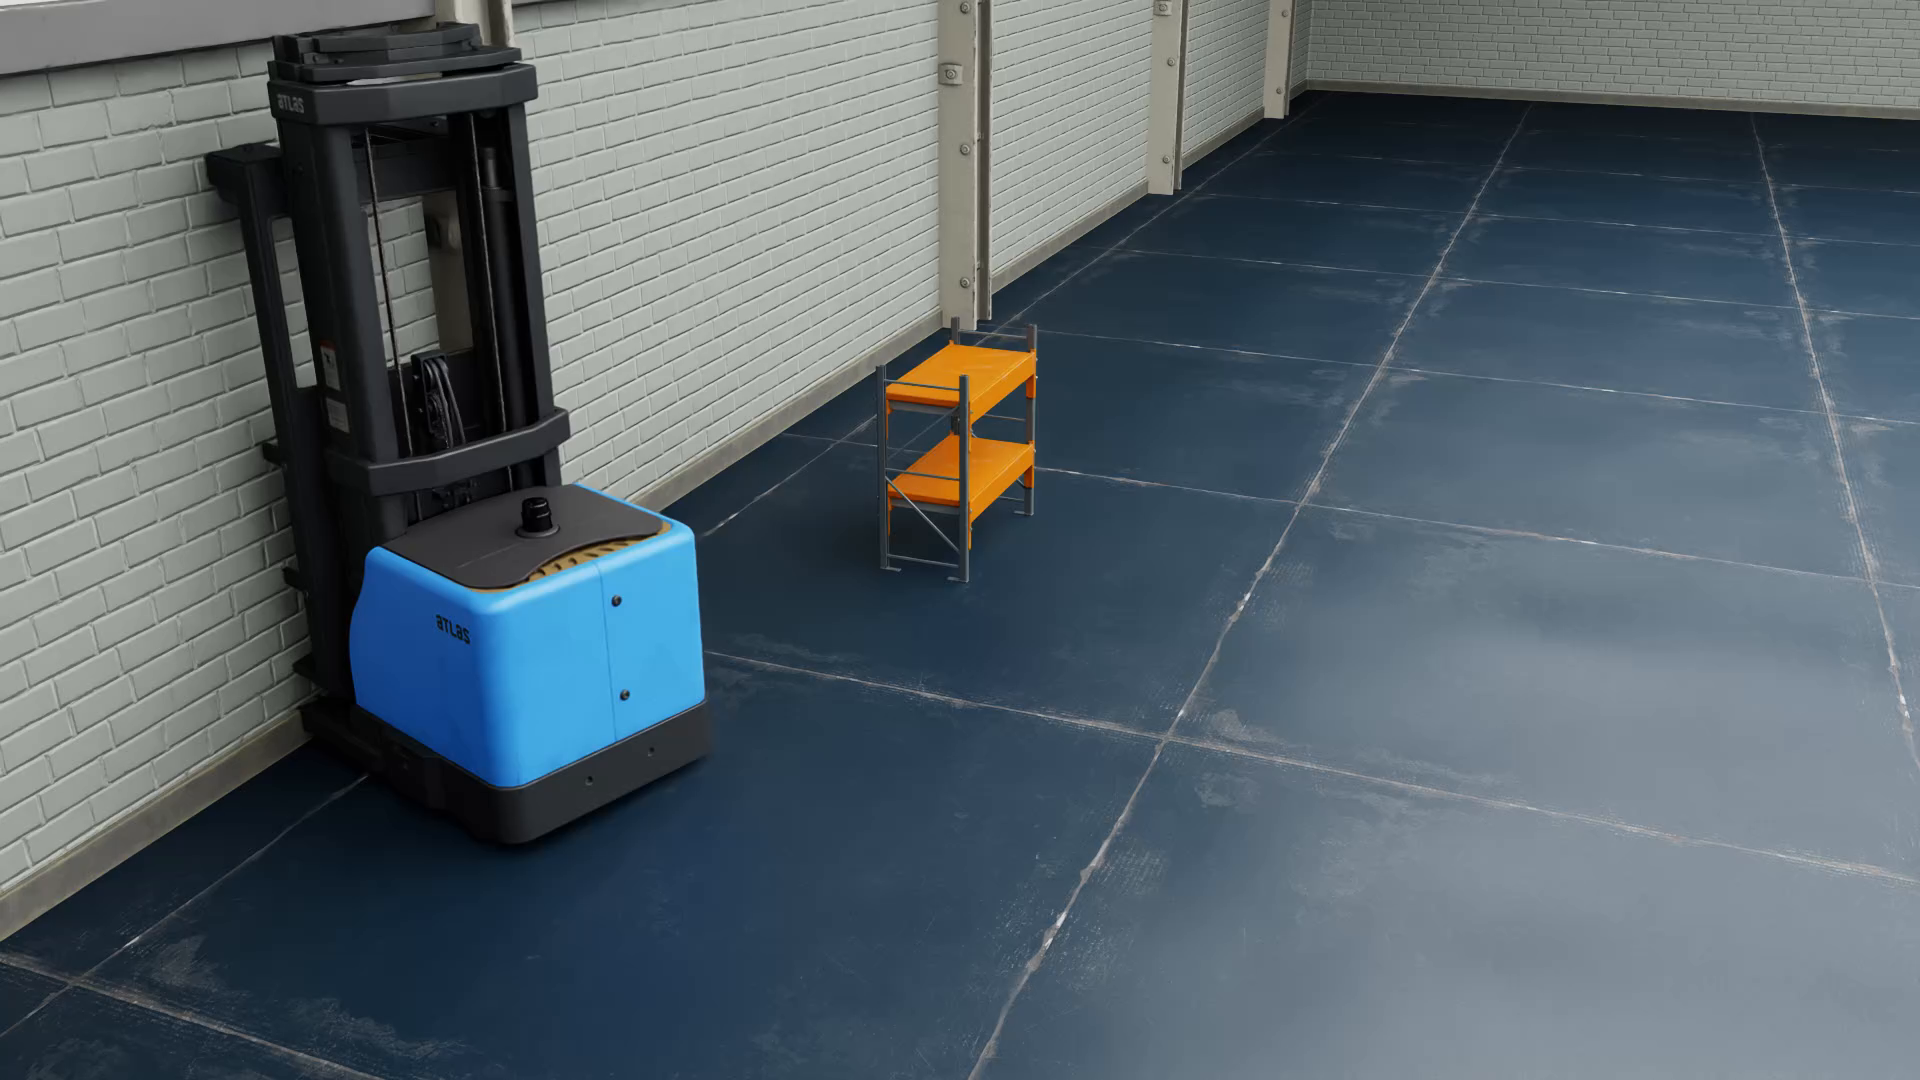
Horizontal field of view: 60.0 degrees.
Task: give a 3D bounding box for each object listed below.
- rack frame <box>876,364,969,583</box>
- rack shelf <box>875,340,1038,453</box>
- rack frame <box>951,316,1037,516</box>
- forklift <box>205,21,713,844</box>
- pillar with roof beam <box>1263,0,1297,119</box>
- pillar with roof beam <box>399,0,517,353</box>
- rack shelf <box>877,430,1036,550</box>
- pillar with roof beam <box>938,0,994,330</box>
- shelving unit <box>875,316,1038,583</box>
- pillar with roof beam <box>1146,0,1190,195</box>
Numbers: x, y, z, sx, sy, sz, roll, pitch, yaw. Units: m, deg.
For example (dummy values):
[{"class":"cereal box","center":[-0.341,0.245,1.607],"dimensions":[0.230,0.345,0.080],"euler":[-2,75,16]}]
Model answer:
[{"class":"rack frame","center":[-0.191,-0.335,8.592],"dimensions":[0.500,1.125,0.032],"euler":[9,24,20]},{"class":"rack shelf","center":[-0.003,-0.787,8.915],"dimensions":[0.538,0.278,1.000],"euler":[9,24,20]},{"class":"rack frame","center":[0.186,-0.699,9.463],"dimensions":[0.500,1.125,0.032],"euler":[9,24,20]},{"class":"forklift","center":[-2.478,-0.653,7.011],"dimensions":[3.031,2.935,1.130],"euler":[19,29,38]},{"class":"pillar with roof beam","center":[8.496,-9.591,20.536],"dimensions":[9.100,9.000,0.400],"euler":[9,24,20]},{"class":"pillar with roof beam","center":[1.810,-3.150,5.115],"dimensions":[9.100,9.000,0.400],"euler":[9,24,20]},{"class":"rack shelf","center":[-0.003,-0.291,9.122],"dimensions":[0.538,0.278,1.000],"euler":[9,24,20]},{"class":"pillar with roof beam","center":[4.039,-5.297,10.255],"dimensions":[9.100,9.000,0.400],"euler":[9,24,20]},{"class":"shelving unit","center":[-0.003,-0.517,9.027],"dimensions":[0.538,1.125,1.048],"euler":[9,24,20]},{"class":"pillar with roof beam","center":[6.267,-7.444,15.396],"dimensions":[9.100,9.000,0.400],"euler":[9,24,20]}]
